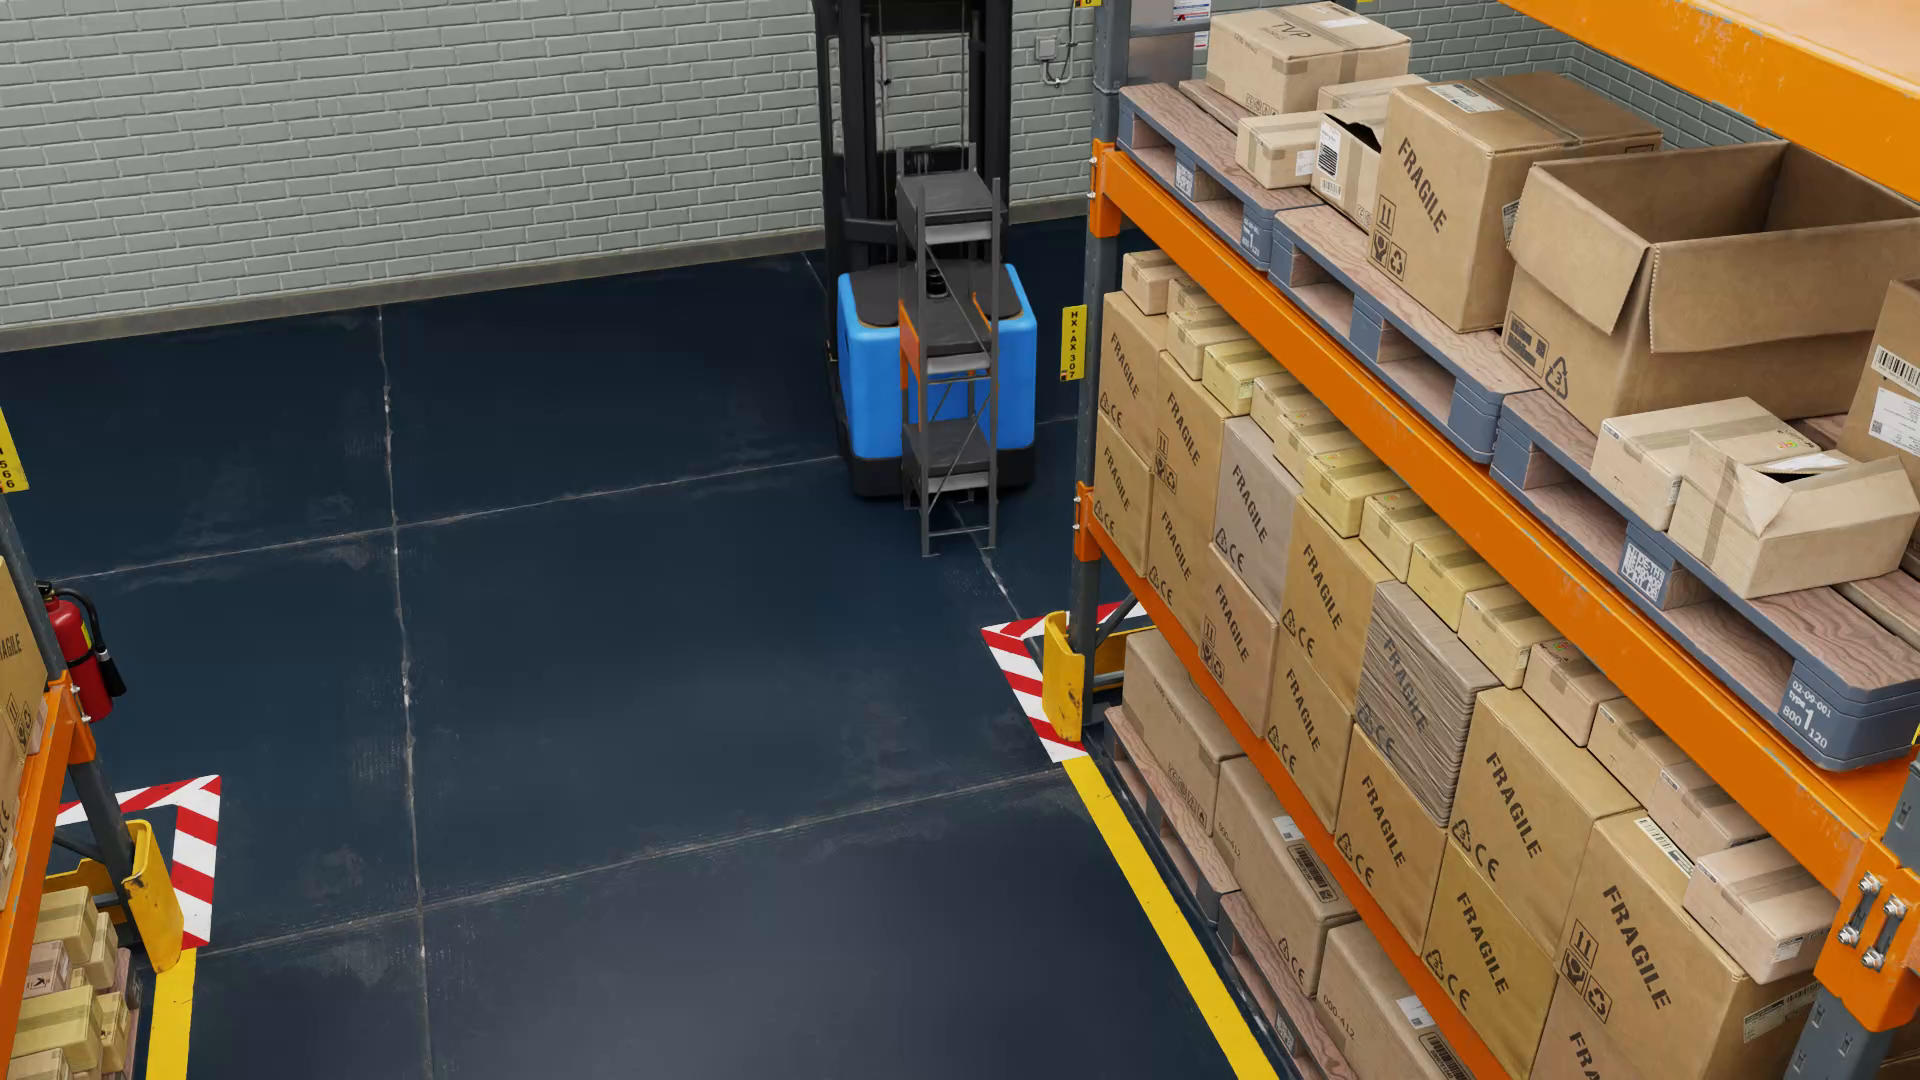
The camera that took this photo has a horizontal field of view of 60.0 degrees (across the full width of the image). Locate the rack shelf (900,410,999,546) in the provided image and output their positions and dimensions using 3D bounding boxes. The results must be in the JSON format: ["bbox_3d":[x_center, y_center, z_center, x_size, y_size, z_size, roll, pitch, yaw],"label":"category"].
[{"bbox_3d":[-0.061,-0.340,8.974,0.431,0.518,0.480,-7,34,-11],"label":"rack shelf"}]

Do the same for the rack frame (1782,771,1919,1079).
[{"bbox_3d":[2.207,1.614,3.907,1.000,3.000,0.127,-10,35,-15],"label":"rack frame"}]

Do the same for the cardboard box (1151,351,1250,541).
[{"bbox_3d":[1.027,-0.375,5.919,0.500,0.500,0.500,-11,35,-16],"label":"cardboard box"}]

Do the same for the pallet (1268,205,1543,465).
[{"bbox_3d":[1.599,-0.672,4.724,1.003,0.211,1.213,-10,35,-15],"label":"pallet"}]

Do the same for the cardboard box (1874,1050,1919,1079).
[{"bbox_3d":[2.313,1.282,4.319,0.500,0.500,0.500,-9,34,-13],"label":"cardboard box"}]

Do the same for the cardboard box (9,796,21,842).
[{"bbox_3d":[-3.197,0.893,5.224,0.380,0.149,0.250,-10,35,-15],"label":"cardboard box"}]

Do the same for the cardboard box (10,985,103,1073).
[{"bbox_3d":[-3.071,1.657,5.507,0.380,0.149,0.250,-11,35,-16],"label":"cardboard box"}]

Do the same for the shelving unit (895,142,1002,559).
[{"bbox_3d":[-0.061,-0.935,8.580,0.431,2.100,0.503,-7,34,-11],"label":"shelving unit"}]

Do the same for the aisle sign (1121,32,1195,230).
[{"bbox_3d":[0.689,-1.560,6.351,0.394,0.787,0.004,-10,35,-15],"label":"aisle sign"}]

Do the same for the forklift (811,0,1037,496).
[{"bbox_3d":[-0.290,-2.266,9.840,1.130,2.935,3.031,-5,34,-7],"label":"forklift"}]

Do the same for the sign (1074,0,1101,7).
[{"bbox_3d":[0.457,-2.045,5.859,0.100,0.325,0.005,-10,35,-15],"label":"sign"}]

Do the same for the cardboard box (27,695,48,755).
[{"bbox_3d":[-3.328,0.627,5.627,0.380,0.149,0.250,-10,35,-15],"label":"cardboard box"}]

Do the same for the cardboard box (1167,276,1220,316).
[{"bbox_3d":[0.979,-0.857,6.060,0.380,0.149,0.250,-9,35,-14],"label":"cardboard box"}]

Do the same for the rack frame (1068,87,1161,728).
[{"bbox_3d":[0.987,-0.486,7.085,1.000,3.000,0.127,-10,35,-15],"label":"rack frame"}]

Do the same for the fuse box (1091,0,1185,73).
[{"bbox_3d":[1.290,-3.182,12.333,0.539,1.711,0.414,-10,35,-15],"label":"fuse box"}]

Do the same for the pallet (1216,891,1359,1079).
[{"bbox_3d":[1.674,1.723,6.271,1.003,0.211,1.213,-10,35,-15],"label":"pallet"}]

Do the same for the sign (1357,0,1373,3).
[{"bbox_3d":[1.508,-2.158,6.163,0.100,0.325,0.005,-10,35,-15],"label":"sign"}]

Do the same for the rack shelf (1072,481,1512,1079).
[{"bbox_3d":[1.597,0.864,5.694,1.077,0.370,4.000,-10,35,-15],"label":"rack shelf"}]

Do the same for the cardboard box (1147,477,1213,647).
[{"bbox_3d":[1.041,0.033,6.208,0.500,0.500,0.500,-10,35,-15],"label":"cardboard box"}]

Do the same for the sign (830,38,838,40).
[{"bbox_3d":[-0.820,-3.580,11.521,0.327,0.218,0.001,-10,35,-15],"label":"sign"}]

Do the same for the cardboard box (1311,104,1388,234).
[{"bbox_3d":[1.396,-1.123,4.937,0.500,0.311,0.500,-9,35,-14],"label":"cardboard box"}]

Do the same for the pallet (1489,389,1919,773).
[{"bbox_3d":[1.968,-0.032,3.757,1.003,0.211,1.213,-10,35,-15],"label":"pallet"}]

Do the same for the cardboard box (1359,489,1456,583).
[{"bbox_3d":[1.391,-0.032,4.812,0.380,0.149,0.250,-10,35,-15],"label":"cardboard box"}]

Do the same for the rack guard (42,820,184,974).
[{"bbox_3d":[-3.673,1.482,6.374,1.175,0.500,0.348,-10,35,-15],"label":"rack guard"}]

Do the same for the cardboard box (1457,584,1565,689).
[{"bbox_3d":[1.561,0.231,4.412,0.380,0.149,0.250,-10,35,-15],"label":"cardboard box"}]

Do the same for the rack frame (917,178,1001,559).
[{"bbox_3d":[-0.005,-0.804,8.382,0.400,2.100,0.015,-7,34,-11],"label":"rack frame"}]

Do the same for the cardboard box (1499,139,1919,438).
[{"bbox_3d":[1.765,-0.600,3.971,0.797,0.503,0.637,-7,34,-11],"label":"cardboard box"}]

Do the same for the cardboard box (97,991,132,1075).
[{"bbox_3d":[-3.162,1.773,5.871,0.380,0.149,0.250,-9,35,-13],"label":"cardboard box"}]

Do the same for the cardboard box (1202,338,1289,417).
[{"bbox_3d":[1.047,-0.566,5.620,0.380,0.149,0.250,-11,35,-16],"label":"cardboard box"}]

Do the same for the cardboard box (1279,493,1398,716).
[{"bbox_3d":[1.344,0.155,5.116,0.500,0.500,0.500,-10,35,-15],"label":"cardboard box"}]

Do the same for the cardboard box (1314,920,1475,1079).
[{"bbox_3d":[1.844,1.690,5.735,0.875,0.438,0.875,-11,35,-16],"label":"cardboard box"}]

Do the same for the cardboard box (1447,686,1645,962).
[{"bbox_3d":[1.653,0.686,4.313,0.500,0.500,0.500,-11,35,-15],"label":"cardboard box"}]

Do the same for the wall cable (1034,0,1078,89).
[{"bbox_3d":[0.592,-4.111,11.649,0.588,1.984,0.122,-10,35,-15],"label":"wall cable"}]

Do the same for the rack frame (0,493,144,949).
[{"bbox_3d":[-3.696,0.399,5.745,1.000,3.000,0.127,-10,35,-15],"label":"rack frame"}]

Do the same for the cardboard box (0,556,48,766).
[{"bbox_3d":[-3.314,0.426,5.344,0.500,0.500,0.500,-9,35,-14],"label":"cardboard box"}]

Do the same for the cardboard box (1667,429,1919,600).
[{"bbox_3d":[1.708,-0.080,3.399,0.396,0.266,0.258,-9,34,-13],"label":"cardboard box"}]

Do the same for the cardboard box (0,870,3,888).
[{"bbox_3d":[-2.998,0.962,4.533,0.500,0.500,0.500,-10,35,-15],"label":"cardboard box"}]

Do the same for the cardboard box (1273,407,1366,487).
[{"bbox_3d":[1.213,-0.299,5.216,0.380,0.149,0.250,-10,35,-14],"label":"cardboard box"}]

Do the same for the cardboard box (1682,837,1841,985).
[{"bbox_3d":[1.810,0.776,3.588,0.380,0.149,0.250,-11,35,-16],"label":"cardboard box"}]

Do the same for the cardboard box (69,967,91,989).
[{"bbox_3d":[-3.235,1.665,5.765,0.380,0.149,0.250,-11,35,-16],"label":"cardboard box"}]

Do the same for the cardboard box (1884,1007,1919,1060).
[{"bbox_3d":[2.293,0.864,4.043,0.500,0.500,0.500,-10,35,-14],"label":"cardboard box"}]

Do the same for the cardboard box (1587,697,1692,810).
[{"bbox_3d":[1.766,0.487,4.026,0.380,0.149,0.250,-10,35,-15],"label":"cardboard box"}]

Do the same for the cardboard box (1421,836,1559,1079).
[{"bbox_3d":[1.660,1.102,4.590,0.500,0.500,0.500,-11,35,-16],"label":"cardboard box"}]

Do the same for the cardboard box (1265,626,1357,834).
[{"bbox_3d":[1.348,0.563,5.405,0.500,0.500,0.500,-9,34,-13],"label":"cardboard box"}]

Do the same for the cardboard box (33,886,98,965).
[{"bbox_3d":[-3.293,1.400,5.895,0.380,0.149,0.250,-10,35,-14],"label":"cardboard box"}]

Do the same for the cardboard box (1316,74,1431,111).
[{"bbox_3d":[1.414,-1.422,5.536,0.380,0.149,0.250,-13,36,-18],"label":"cardboard box"}]

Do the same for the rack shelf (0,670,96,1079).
[{"bbox_3d":[-3.086,1.749,4.354,1.077,0.370,4.000,-10,35,-15],"label":"rack shelf"}]

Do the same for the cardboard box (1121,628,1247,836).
[{"bbox_3d":[1.284,0.737,7.176,0.875,0.438,0.875,-11,35,-16],"label":"cardboard box"}]
